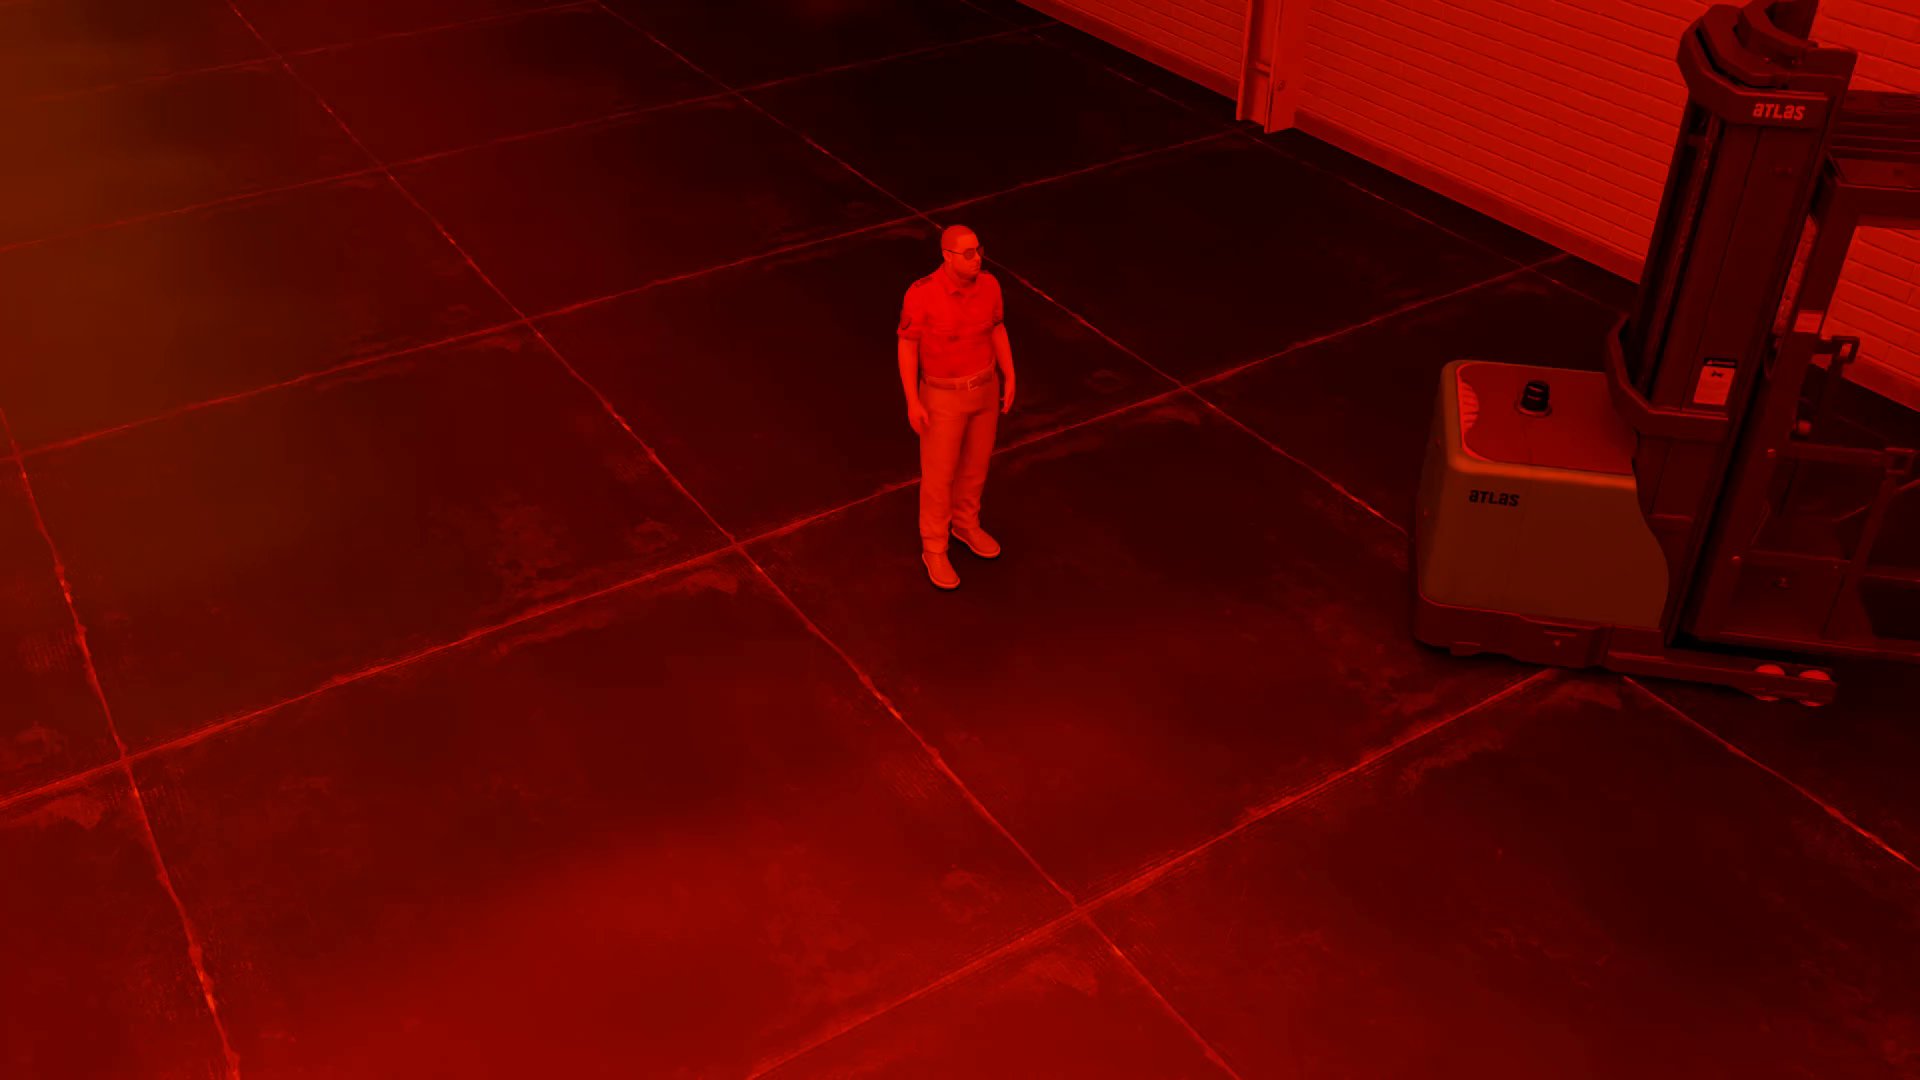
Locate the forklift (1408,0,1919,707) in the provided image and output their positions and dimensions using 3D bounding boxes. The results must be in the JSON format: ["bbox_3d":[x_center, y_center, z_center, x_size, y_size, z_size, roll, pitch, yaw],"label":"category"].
[{"bbox_3d":[3.726,-0.772,7.246,3.031,2.935,1.130,7,36,9],"label":"forklift"}]

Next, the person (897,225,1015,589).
[{"bbox_3d":[0.040,-0.667,8.129,0.641,1.727,0.550,-21,40,-27],"label":"person"}]
